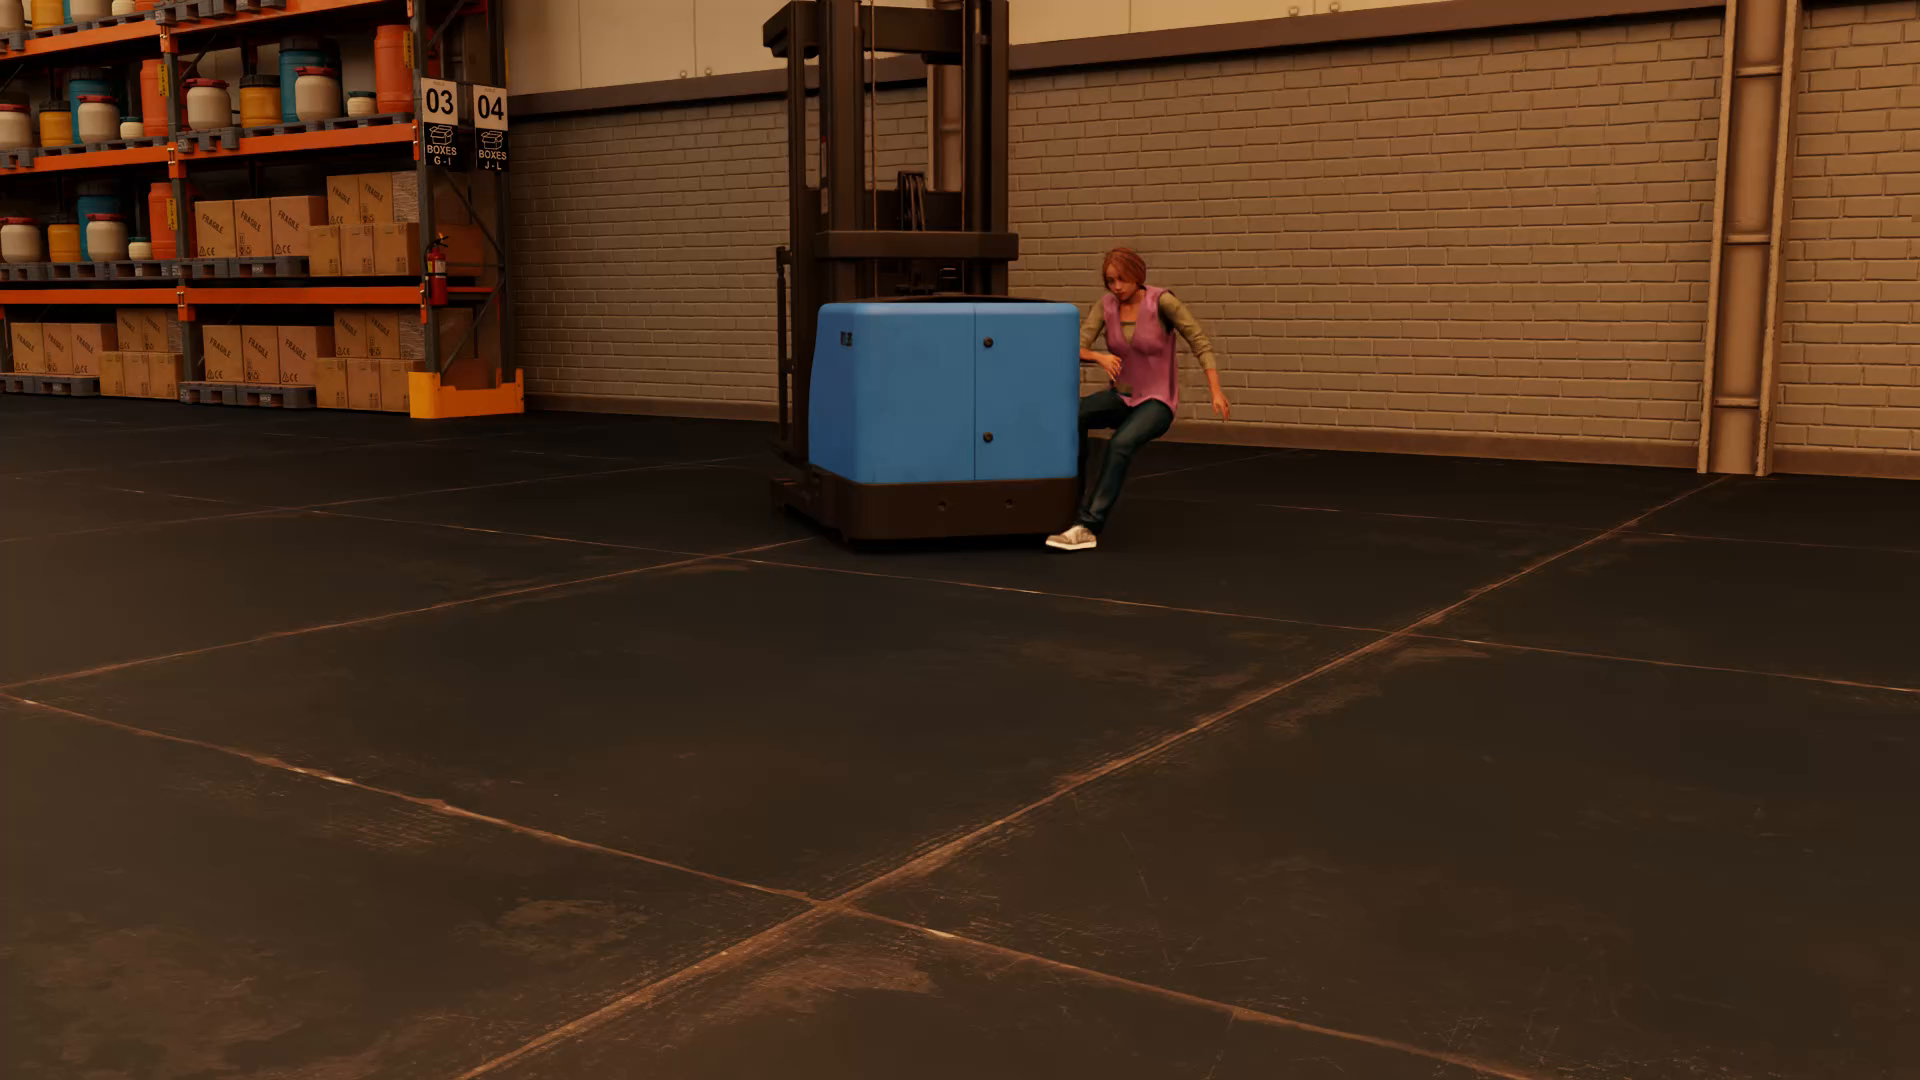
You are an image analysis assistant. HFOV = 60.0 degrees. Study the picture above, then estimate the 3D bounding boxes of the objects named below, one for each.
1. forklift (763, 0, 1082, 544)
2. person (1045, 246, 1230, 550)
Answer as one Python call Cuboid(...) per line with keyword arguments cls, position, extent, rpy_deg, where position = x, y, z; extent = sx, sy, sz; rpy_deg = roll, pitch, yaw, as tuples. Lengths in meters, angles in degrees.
Cuboid(cls="forklift", position=(-0.374, -1.601, 8.453), extent=(1.130, 2.935, 3.031), rpy_deg=(-2, 8, -17))
Cuboid(cls="person", position=(0.726, -0.633, 7.372), extent=(0.783, 1.307, 0.823), rpy_deg=(4, 9, 27))
